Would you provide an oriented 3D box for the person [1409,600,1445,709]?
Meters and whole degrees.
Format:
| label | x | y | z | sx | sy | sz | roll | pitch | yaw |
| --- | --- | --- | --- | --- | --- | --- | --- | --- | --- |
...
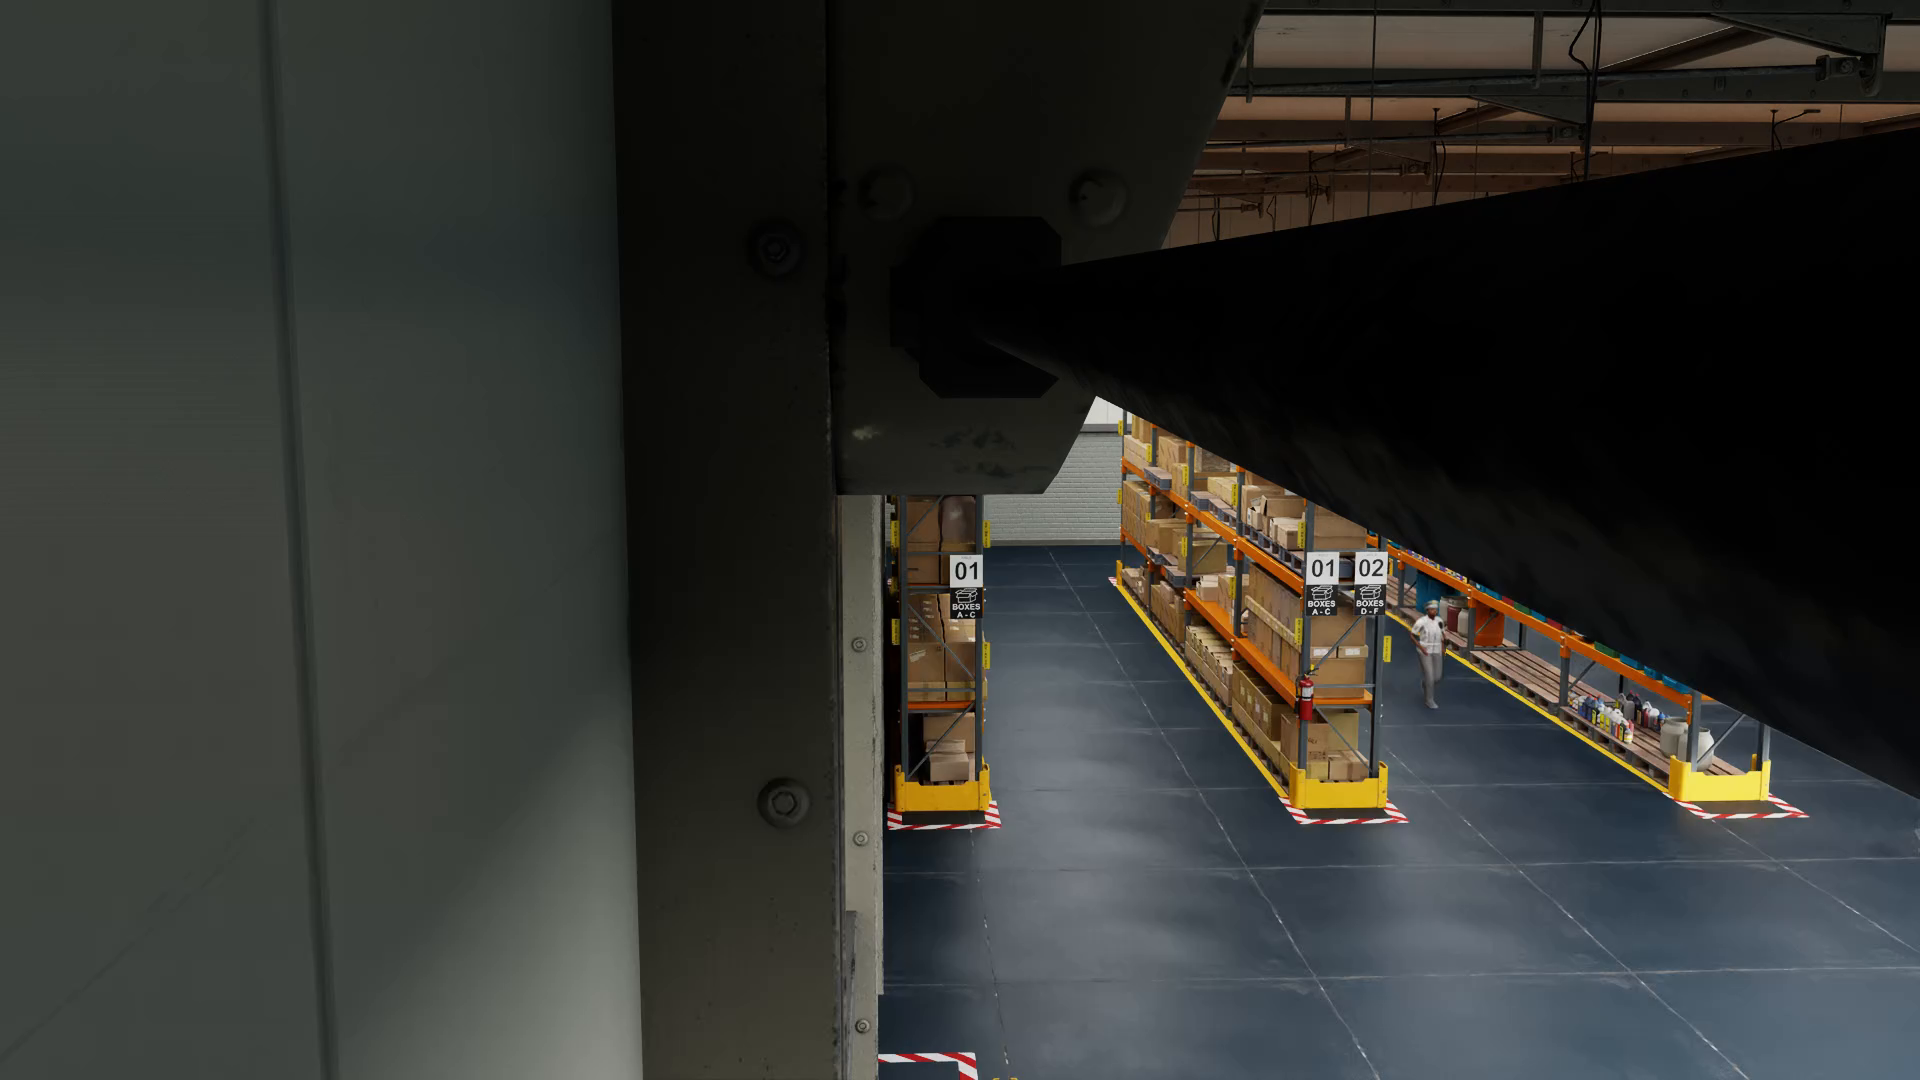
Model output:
| label | x | y | z | sx | sy | sz | roll | pitch | yaw |
| --- | --- | --- | --- | --- | --- | --- | --- | --- | --- |
| person | 7.222 | 1.731 | 25.701 | 0.581 | 1.672 | 0.601 | -2 | 9 | -13 |
